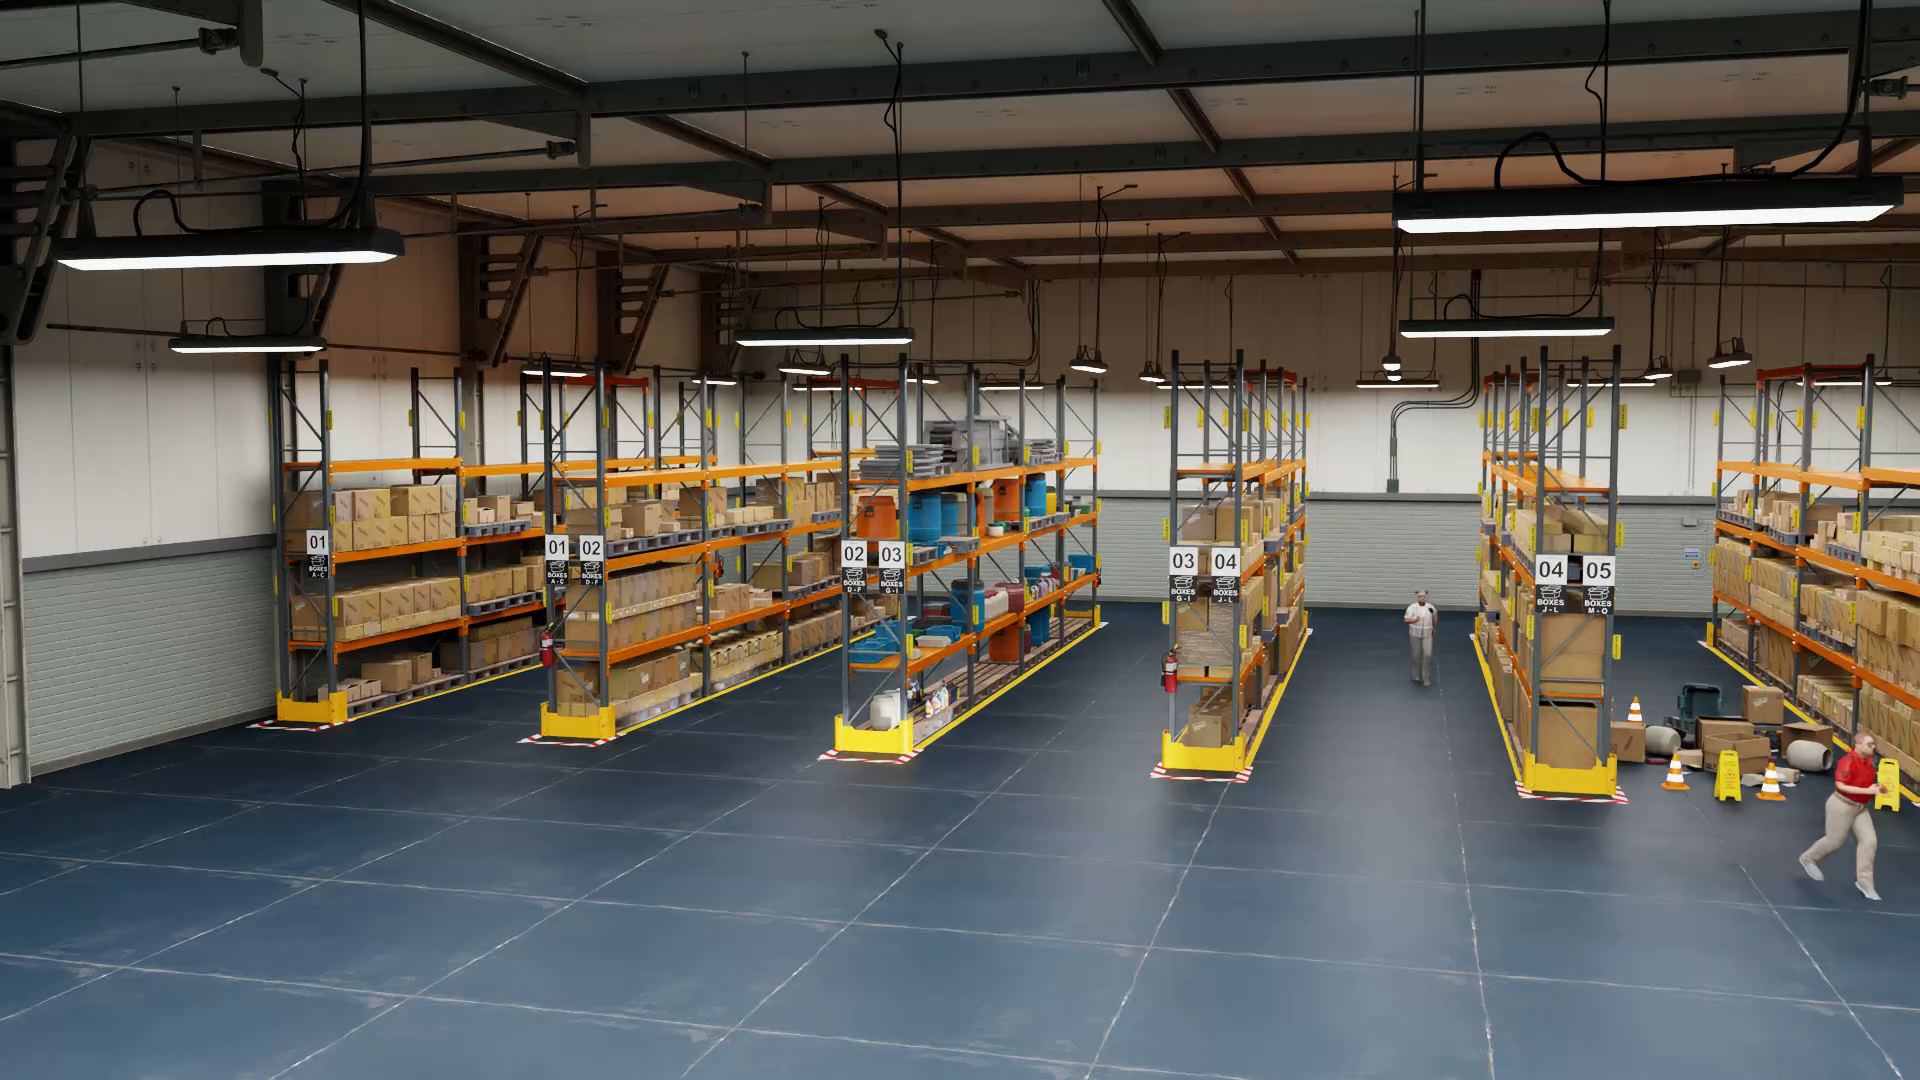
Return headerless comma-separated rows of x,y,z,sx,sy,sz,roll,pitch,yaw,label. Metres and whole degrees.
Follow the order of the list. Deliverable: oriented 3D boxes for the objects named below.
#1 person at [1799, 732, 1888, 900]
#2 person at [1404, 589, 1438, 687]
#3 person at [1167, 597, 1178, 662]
9.411,2.905,17.688,0.677,1.791,0.952,-2,5,-30,person
8.765,1.843,31.590,0.642,1.840,0.737,1,4,9,person
4.454,1.593,33.319,0.617,1.657,1.005,1,4,11,person
